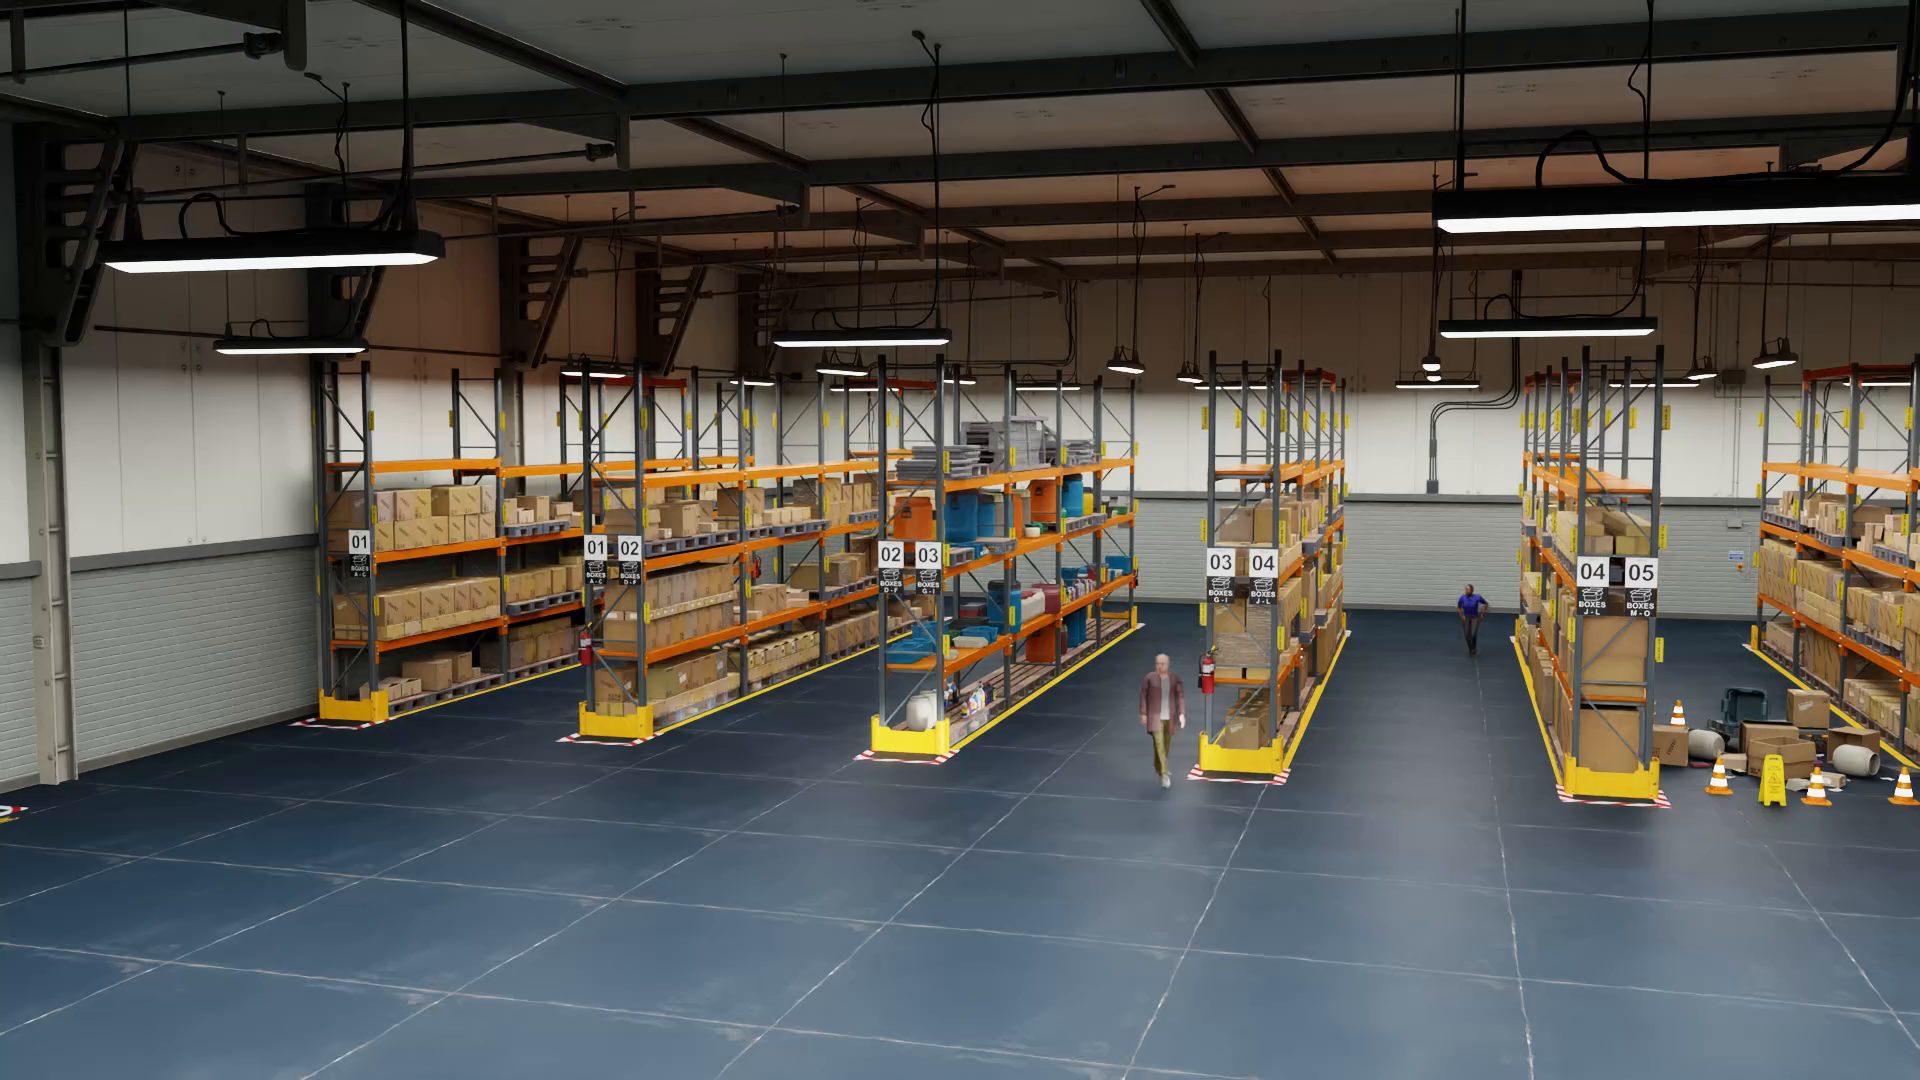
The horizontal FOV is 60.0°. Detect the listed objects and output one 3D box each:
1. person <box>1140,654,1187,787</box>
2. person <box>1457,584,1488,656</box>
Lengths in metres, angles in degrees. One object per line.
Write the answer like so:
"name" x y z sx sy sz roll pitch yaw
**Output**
"person" 2.834 2.461 23.033 0.593 1.753 0.965 -1 4 -10
"person" 10.876 1.703 35.280 0.620 1.567 0.732 2 5 27
